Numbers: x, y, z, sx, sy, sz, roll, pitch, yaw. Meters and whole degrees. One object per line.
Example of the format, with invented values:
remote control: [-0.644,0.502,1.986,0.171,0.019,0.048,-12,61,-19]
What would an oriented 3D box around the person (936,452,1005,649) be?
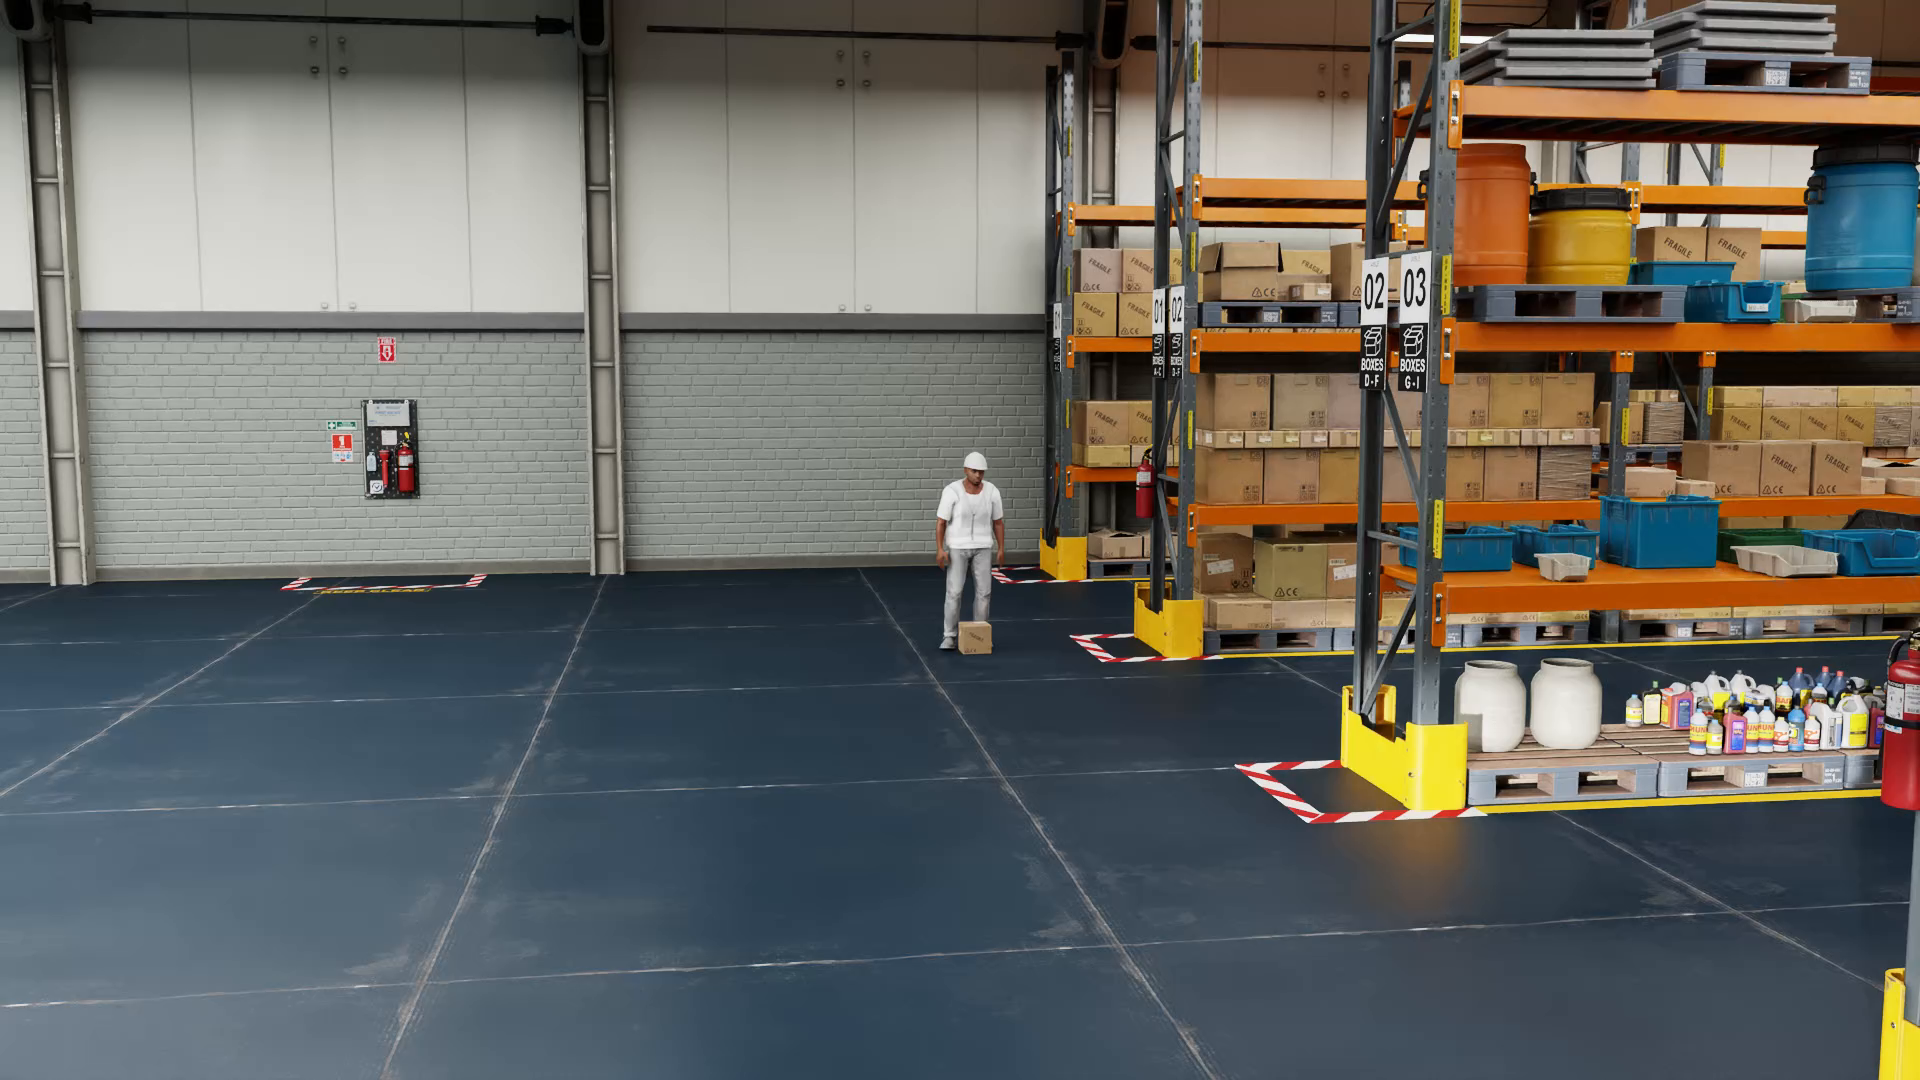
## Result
person: [0.098,0.090,14.843,0.634,1.758,0.460,-1,7,-12]
